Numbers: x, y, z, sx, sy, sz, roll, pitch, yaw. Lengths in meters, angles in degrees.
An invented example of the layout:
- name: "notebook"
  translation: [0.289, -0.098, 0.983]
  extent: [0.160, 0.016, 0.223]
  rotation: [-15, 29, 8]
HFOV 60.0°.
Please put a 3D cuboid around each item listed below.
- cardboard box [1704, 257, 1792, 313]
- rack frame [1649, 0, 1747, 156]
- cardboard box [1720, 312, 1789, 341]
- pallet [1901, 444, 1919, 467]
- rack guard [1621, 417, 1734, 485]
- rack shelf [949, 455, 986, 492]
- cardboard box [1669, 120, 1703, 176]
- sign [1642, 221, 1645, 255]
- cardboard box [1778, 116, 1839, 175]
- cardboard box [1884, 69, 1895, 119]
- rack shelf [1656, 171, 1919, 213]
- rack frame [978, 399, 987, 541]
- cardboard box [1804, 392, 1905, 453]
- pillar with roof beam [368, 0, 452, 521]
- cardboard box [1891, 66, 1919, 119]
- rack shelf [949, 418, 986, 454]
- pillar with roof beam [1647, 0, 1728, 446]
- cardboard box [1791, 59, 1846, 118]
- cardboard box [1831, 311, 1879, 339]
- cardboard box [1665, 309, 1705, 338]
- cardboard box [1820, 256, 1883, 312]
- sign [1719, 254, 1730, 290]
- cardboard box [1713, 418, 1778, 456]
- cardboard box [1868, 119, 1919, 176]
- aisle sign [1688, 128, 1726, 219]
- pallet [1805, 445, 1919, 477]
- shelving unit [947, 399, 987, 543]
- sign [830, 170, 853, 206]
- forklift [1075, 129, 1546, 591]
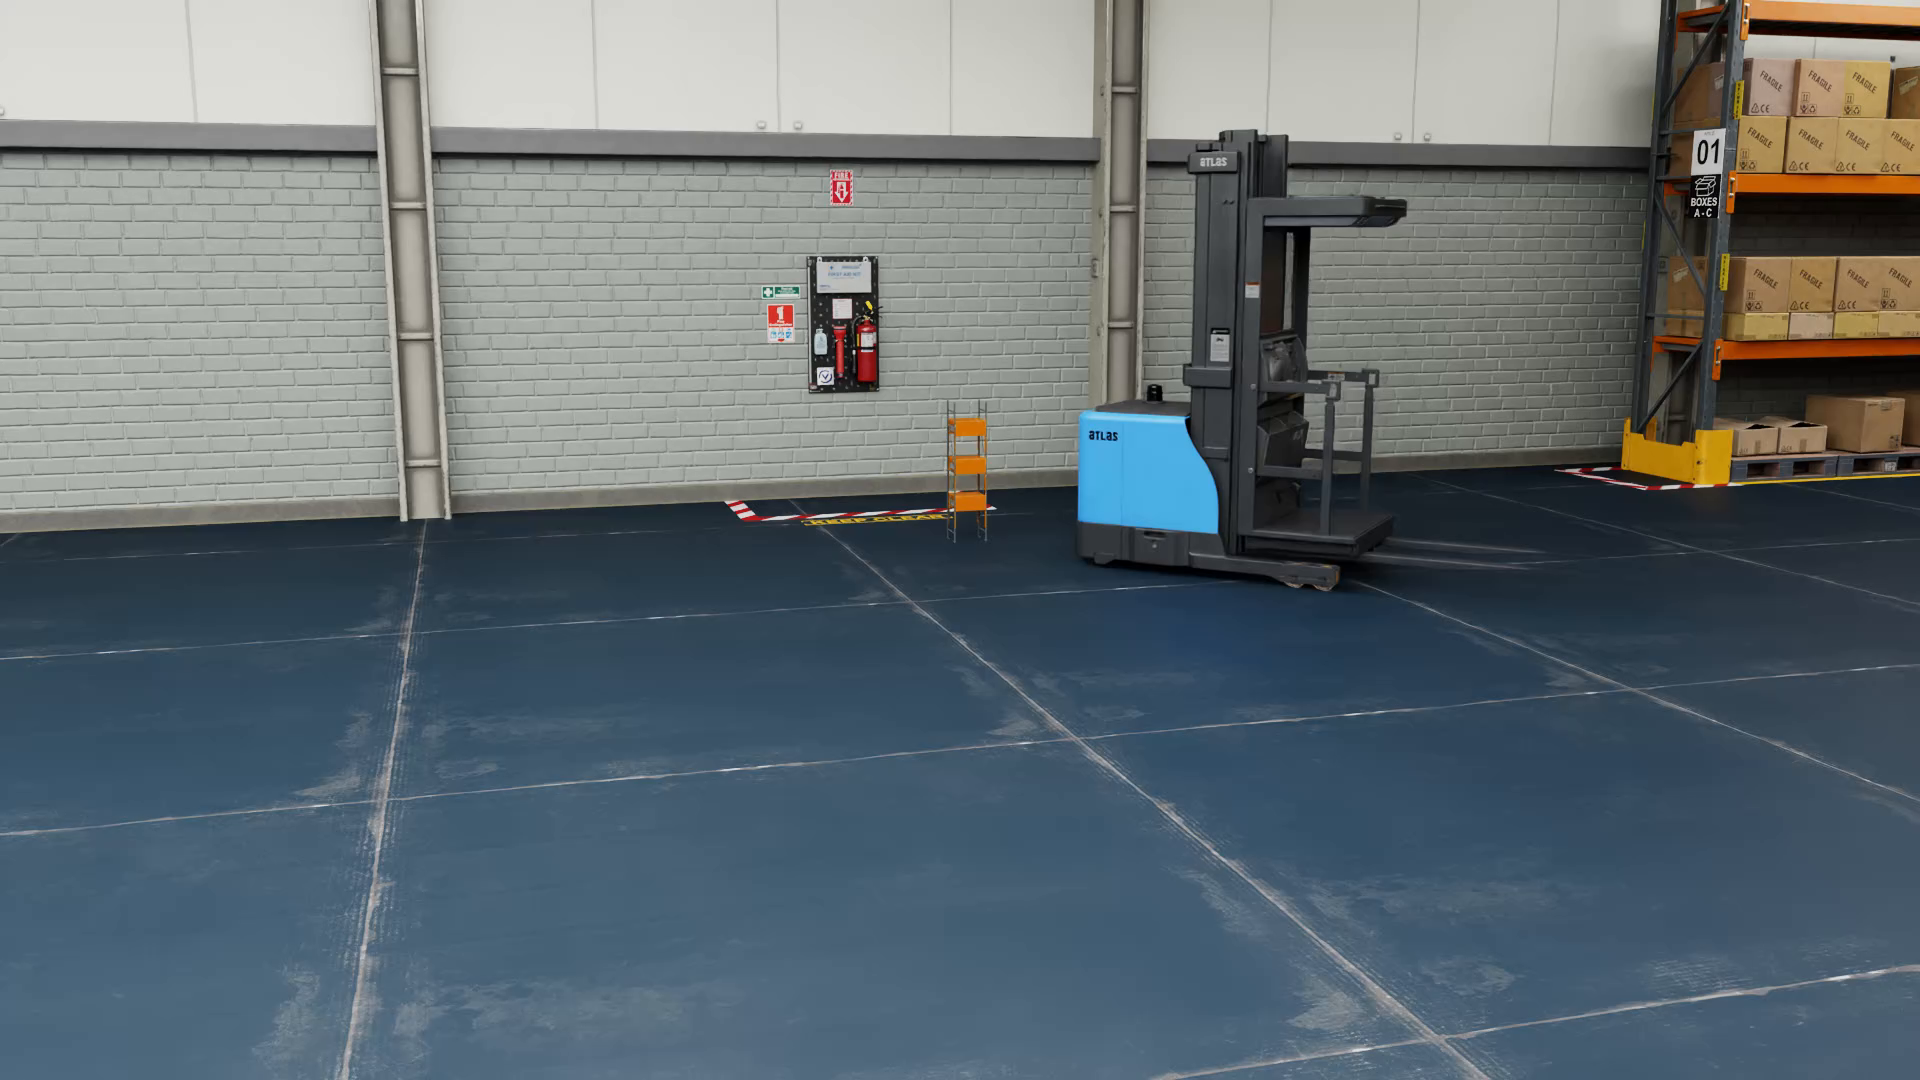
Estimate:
- name: "cardboard box"
  translation: [7.281, -2.362, 15.378]
  extent: [0.500, 0.500, 0.500]
  rotation: [-3, 11, -16]
- name: "rack frame"
  translation: [6.739, -5.035, 15.043]
  extent: [0.127, 3.000, 1.000]
  rotation: [-3, 11, -16]
- name: "cardboard box"
  translation: [7.296, -1.990, 15.432]
  extent: [0.500, 0.250, 0.500]
  rotation: [-3, 11, -18]
- name: "pallet"
  translation: [9.944, -0.876, 16.720]
  extent: [1.213, 0.211, 1.003]
  rotation: [-3, 11, -16]
- name: "rack guard"
  translation: [6.812, -0.859, 15.834]
  extent: [0.348, 0.500, 1.175]
  rotation: [-3, 11, -16]
- name: "rack shelf"
  translation: [0.051, -0.509, 12.468]
  extent: [0.240, 0.259, 0.215]
  rotation: [-3, 11, -16]
- name: "cardboard box"
  translation: [7.069, -3.684, 15.658]
  extent: [0.500, 0.500, 0.500]
  rotation: [-2, 11, -12]
- name: "sign"
  translation: [6.603, -2.907, 15.982]
  extent: [0.005, 0.325, 0.100]
  rotation: [-3, 11, -16]
- name: "cardboard box"
  translation: [7.655, -3.613, 15.274]
  extent: [0.500, 0.500, 0.500]
  rotation: [-2, 11, -12]
- name: "cardboard box"
  translation: [8.565, -4.253, 15.985]
  extent: [0.500, 0.500, 0.500]
  rotation: [-3, 11, -16]
- name: "rack shelf"
  translation: [8.659, -3.307, 15.930]
  extent: [4.000, 0.370, 1.077]
  rotation: [-3, 11, -16]
- name: "rack frame"
  translation: [0.169, -0.525, 12.500]
  extent: [0.008, 1.050, 0.200]
  rotation: [-3, 11, -16]
- name: "cardboard box"
  translation: [8.694, -1.149, 16.189]
  extent: [0.500, 0.500, 0.700]
  rotation: [-4, 11, -20]
- name: "pillar with roof beam"
  translation: [-3.149, -3.865, 8.689]
  extent: [0.400, 9.000, 9.100]
  rotation: [-3, 11, -16]
- name: "cardboard box"
  translation: [9.152, -4.183, 15.605]
  extent: [0.500, 0.500, 0.500]
  rotation: [-3, 11, -18]
- name: "rack shelf"
  translation: [0.051, -0.788, 12.417]
  extent: [0.240, 0.259, 0.215]
  rotation: [-3, 11, -16]
- name: "pillar with roof beam"
  translation: [8.372, -4.473, 11.987]
  extent: [0.400, 9.000, 9.100]
  rotation: [-3, 11, -16]
- name: "cardboard box"
  translation: [7.672, -4.105, 15.180]
  extent: [0.500, 0.500, 0.500]
  rotation: [-3, 11, -17]
- name: "cardboard box"
  translation: [8.281, -2.044, 15.723]
  extent: [0.500, 0.250, 0.500]
  rotation: [-3, 11, -17]
- name: "cardboard box"
  translation: [7.133, -2.078, 15.910]
  extent: [0.500, 0.250, 0.500]
  rotation: [-3, 11, -15]
- name: "cardboard box"
  translation: [8.256, -2.410, 15.640]
  extent: [0.500, 0.500, 0.500]
  rotation: [-3, 11, -18]
- name: "sign"
  translation: [6.891, -2.416, 14.996]
  extent: [0.005, 0.325, 0.100]
  rotation: [-3, 11, -16]
- name: "cardboard box"
  translation: [7.428, -0.998, 15.895]
  extent: [0.500, 0.311, 0.500]
  rotation: [-4, 11, -22]
- name: "cardboard box"
  translation: [8.661, -3.671, 15.588]
  extent: [0.500, 0.500, 0.500]
  rotation: [-2, 11, -12]
- name: "aisle sign"
  translation: [6.754, -3.308, 15.048]
  extent: [0.004, 0.787, 0.394]
  rotation: [-3, 11, -16]
- name: "pallet"
  translation: [8.771, -0.813, 16.381]
  extent: [1.213, 0.211, 1.003]
  rotation: [-3, 11, -16]
- name: "shelving unit"
  translation: [0.051, -0.519, 12.466]
  extent: [0.252, 1.050, 0.215]
  rotation: [-3, 11, -16]
- name: "sign"
  translation: [-1.011, -3.006, 14.185]
  extent: [0.199, 0.298, 0.001]
  rotation: [-3, 11, -16]
- name: "forklift"
  translation: [2.352, -1.221, 11.086]
  extent: [3.031, 2.935, 1.130]
  rotation: [5, 12, 27]
